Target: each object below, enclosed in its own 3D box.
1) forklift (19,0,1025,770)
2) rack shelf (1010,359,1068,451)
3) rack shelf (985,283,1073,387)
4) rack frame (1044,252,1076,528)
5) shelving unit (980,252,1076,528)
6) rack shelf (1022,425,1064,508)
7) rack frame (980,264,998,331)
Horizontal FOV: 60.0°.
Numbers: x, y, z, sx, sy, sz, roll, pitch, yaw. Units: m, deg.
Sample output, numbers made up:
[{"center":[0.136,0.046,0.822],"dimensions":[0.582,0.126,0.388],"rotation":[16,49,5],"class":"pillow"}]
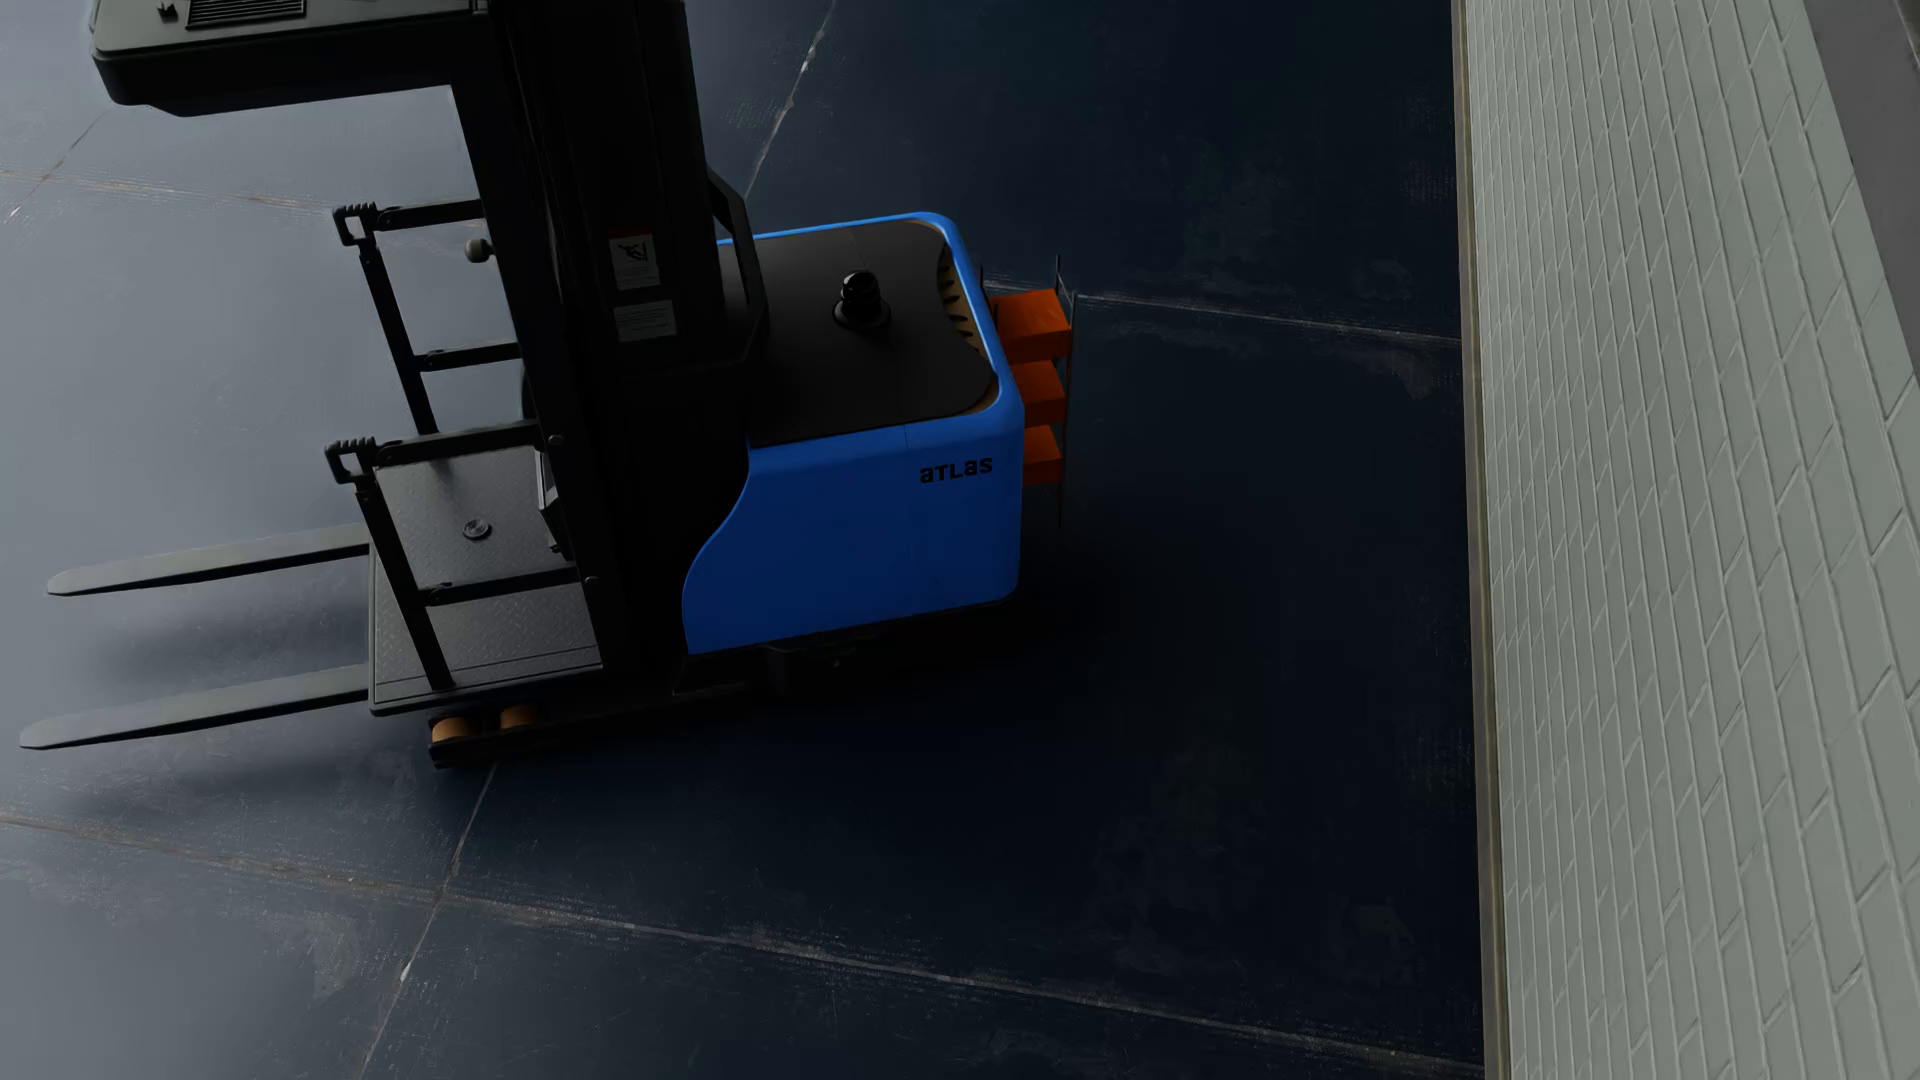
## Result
[{"center":[-1.375,-0.717,4.424],"dimensions":[3.031,2.935,1.130],"rotation":[-10,49,-9],"class":"forklift"},{"center":[0.206,-0.437,5.451],"dimensions":[0.240,0.259,0.215],"rotation":[-10,49,-9],"class":"rack shelf"},{"center":[0.206,-0.627,5.240],"dimensions":[0.240,0.259,0.215],"rotation":[-10,49,-9],"class":"rack shelf"},{"center":[0.325,-0.465,5.462],"dimensions":[0.008,1.050,0.200],"rotation":[-10,49,-9],"class":"rack frame"},{"center":[0.206,-0.444,5.443],"dimensions":[0.252,1.050,0.215],"rotation":[-10,49,-9],"class":"shelving unit"},{"center":[0.206,-0.251,5.658],"dimensions":[0.240,0.259,0.215],"rotation":[-10,49,-9],"class":"rack shelf"},{"center":[0.087,-0.423,5.425],"dimensions":[0.008,1.050,0.200],"rotation":[-10,49,-9],"class":"rack frame"}]
